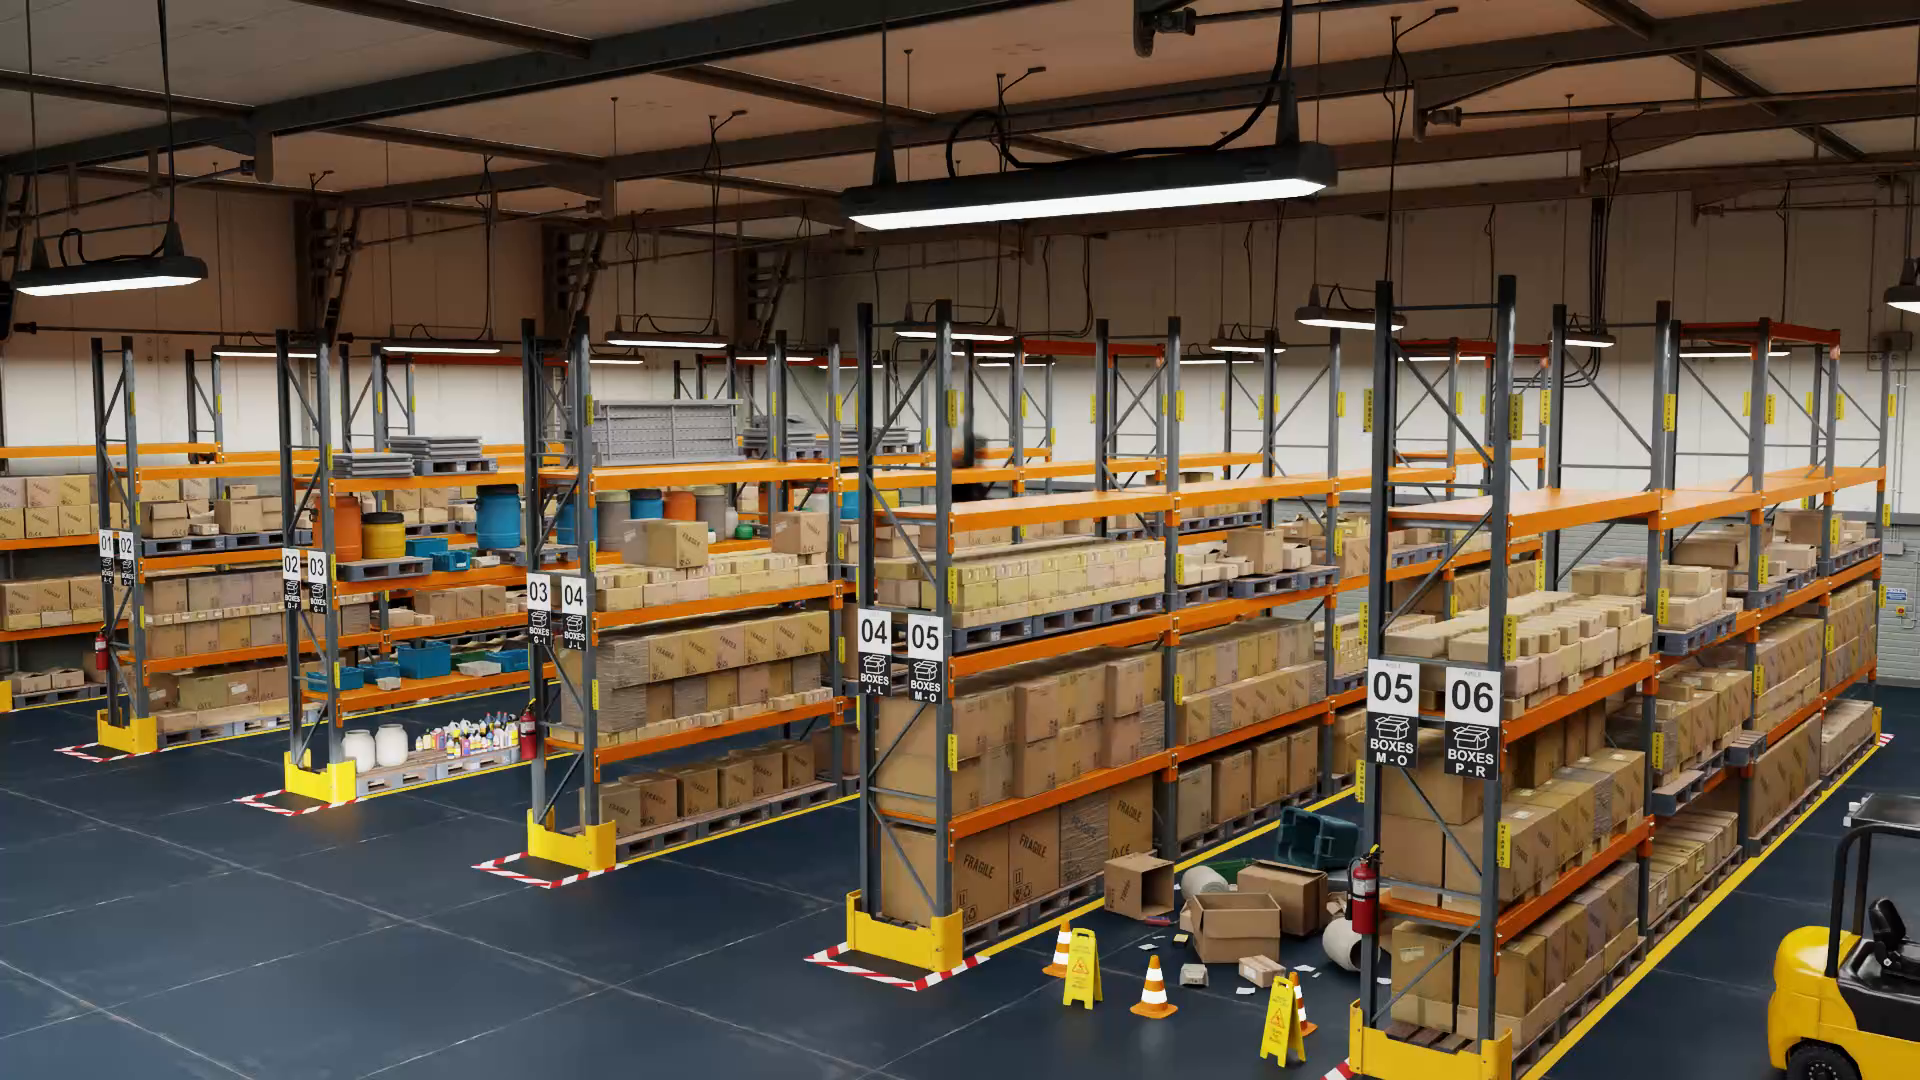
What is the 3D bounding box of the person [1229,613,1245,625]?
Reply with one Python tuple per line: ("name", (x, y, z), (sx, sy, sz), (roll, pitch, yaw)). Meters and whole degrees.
("person", (4.571, 1.983, 27.301), (0.572, 1.736, 0.743), (3, 6, 33))
